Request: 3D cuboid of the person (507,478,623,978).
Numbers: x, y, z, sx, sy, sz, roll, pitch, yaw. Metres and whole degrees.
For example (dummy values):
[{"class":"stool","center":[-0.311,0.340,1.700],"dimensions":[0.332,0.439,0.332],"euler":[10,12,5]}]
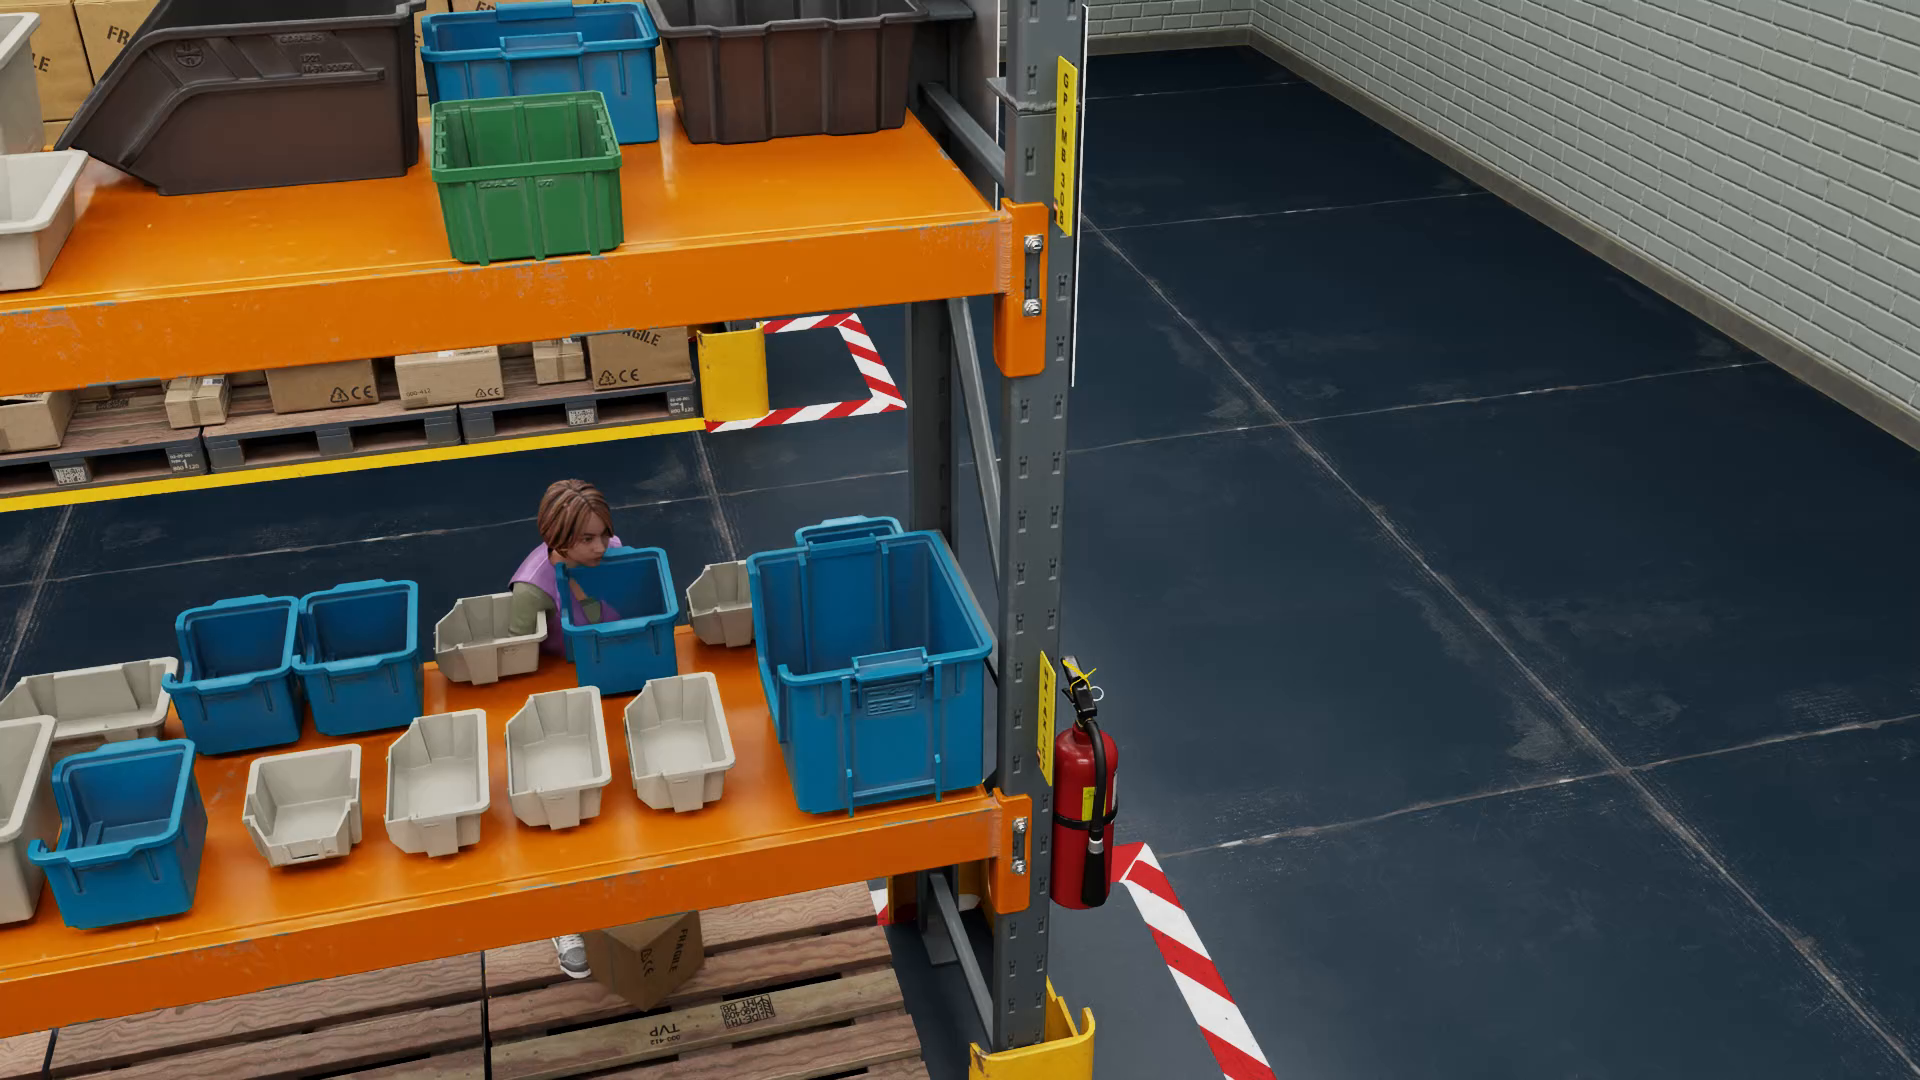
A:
[{"class":"person","center":[-1.093,0.521,4.855],"dimensions":[0.341,1.594,0.486],"euler":[27,40,37]}]
